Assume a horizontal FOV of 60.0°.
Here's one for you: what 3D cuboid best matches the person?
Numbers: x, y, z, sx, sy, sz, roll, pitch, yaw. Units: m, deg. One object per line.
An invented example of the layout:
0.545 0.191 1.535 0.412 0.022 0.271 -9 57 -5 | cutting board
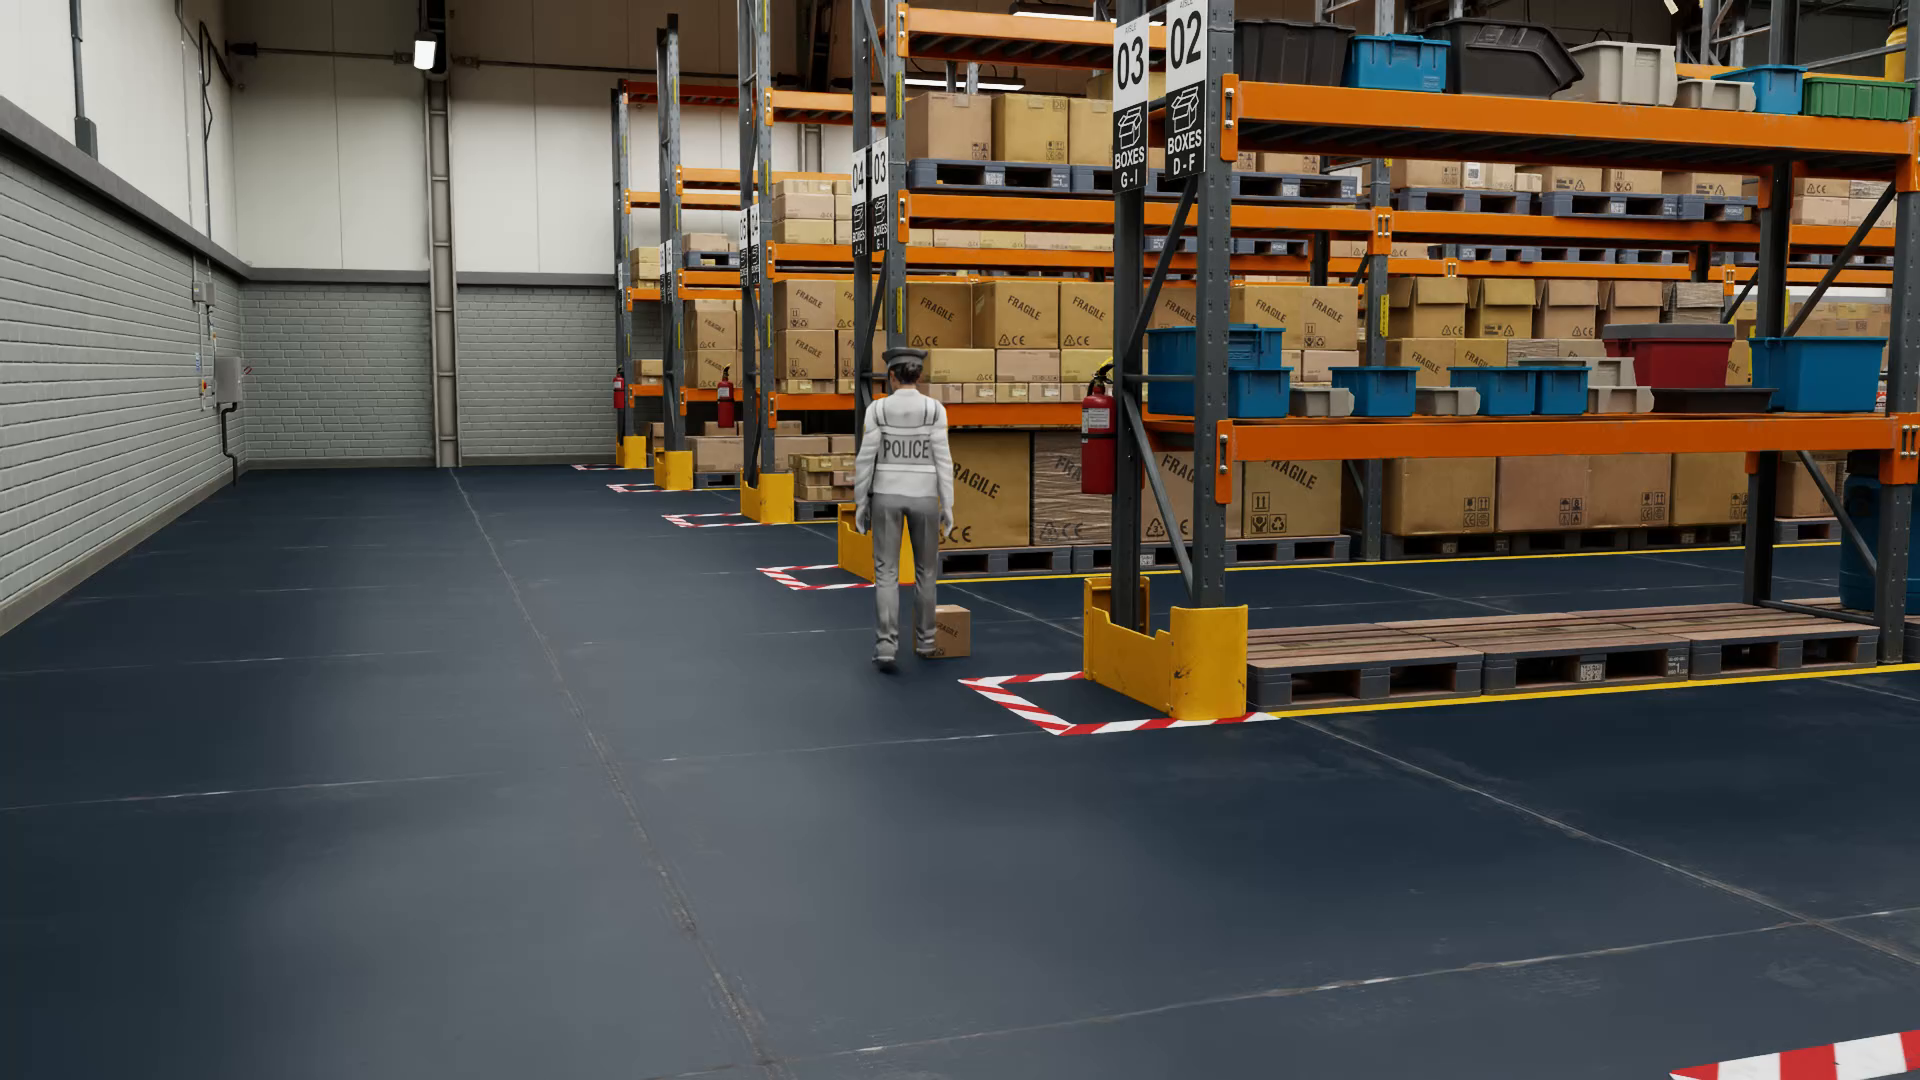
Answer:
-0.293 -0.191 8.786 0.524 1.641 0.722 0 6 0 | person
